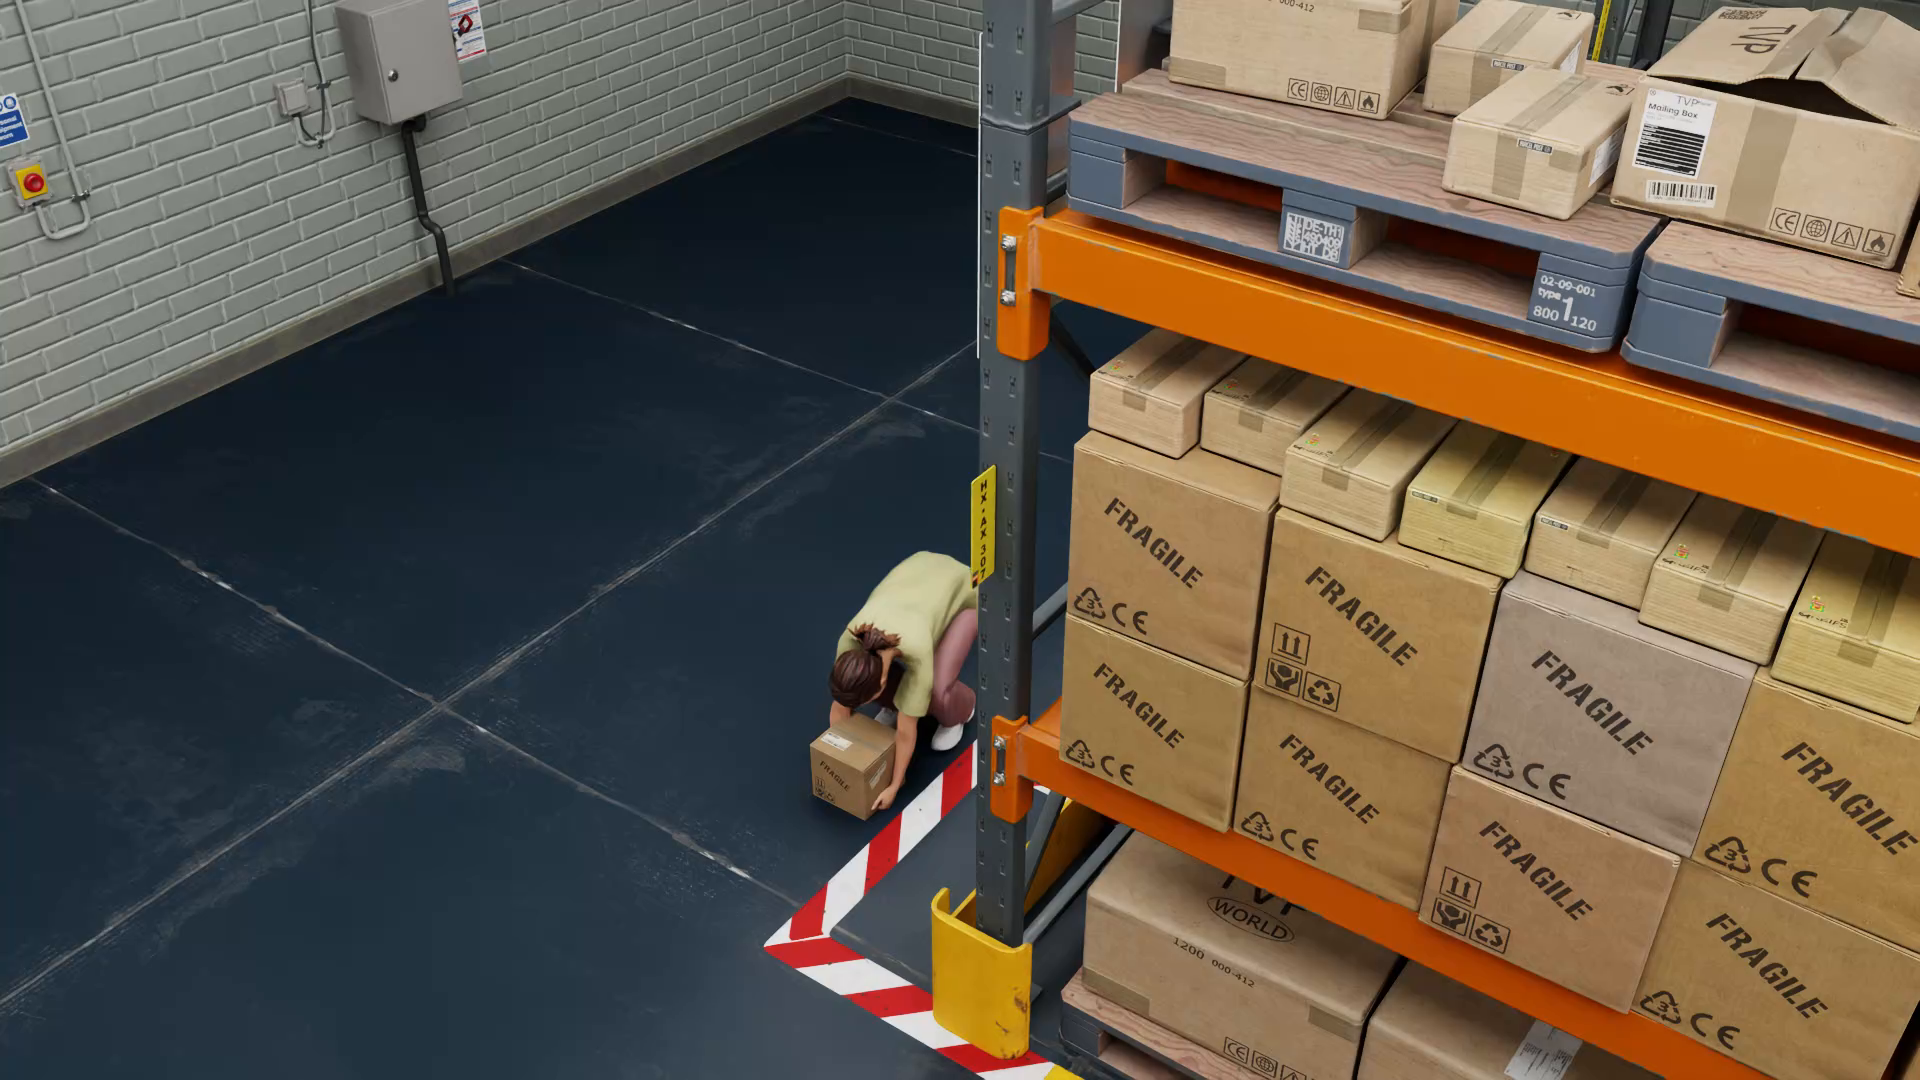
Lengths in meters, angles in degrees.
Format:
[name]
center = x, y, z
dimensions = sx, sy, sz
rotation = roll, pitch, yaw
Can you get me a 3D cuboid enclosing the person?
[person]
center = -0.207, 0.500, 6.266
dimensions = 0.454, 0.745, 0.867
rotation = 18, 39, 25
